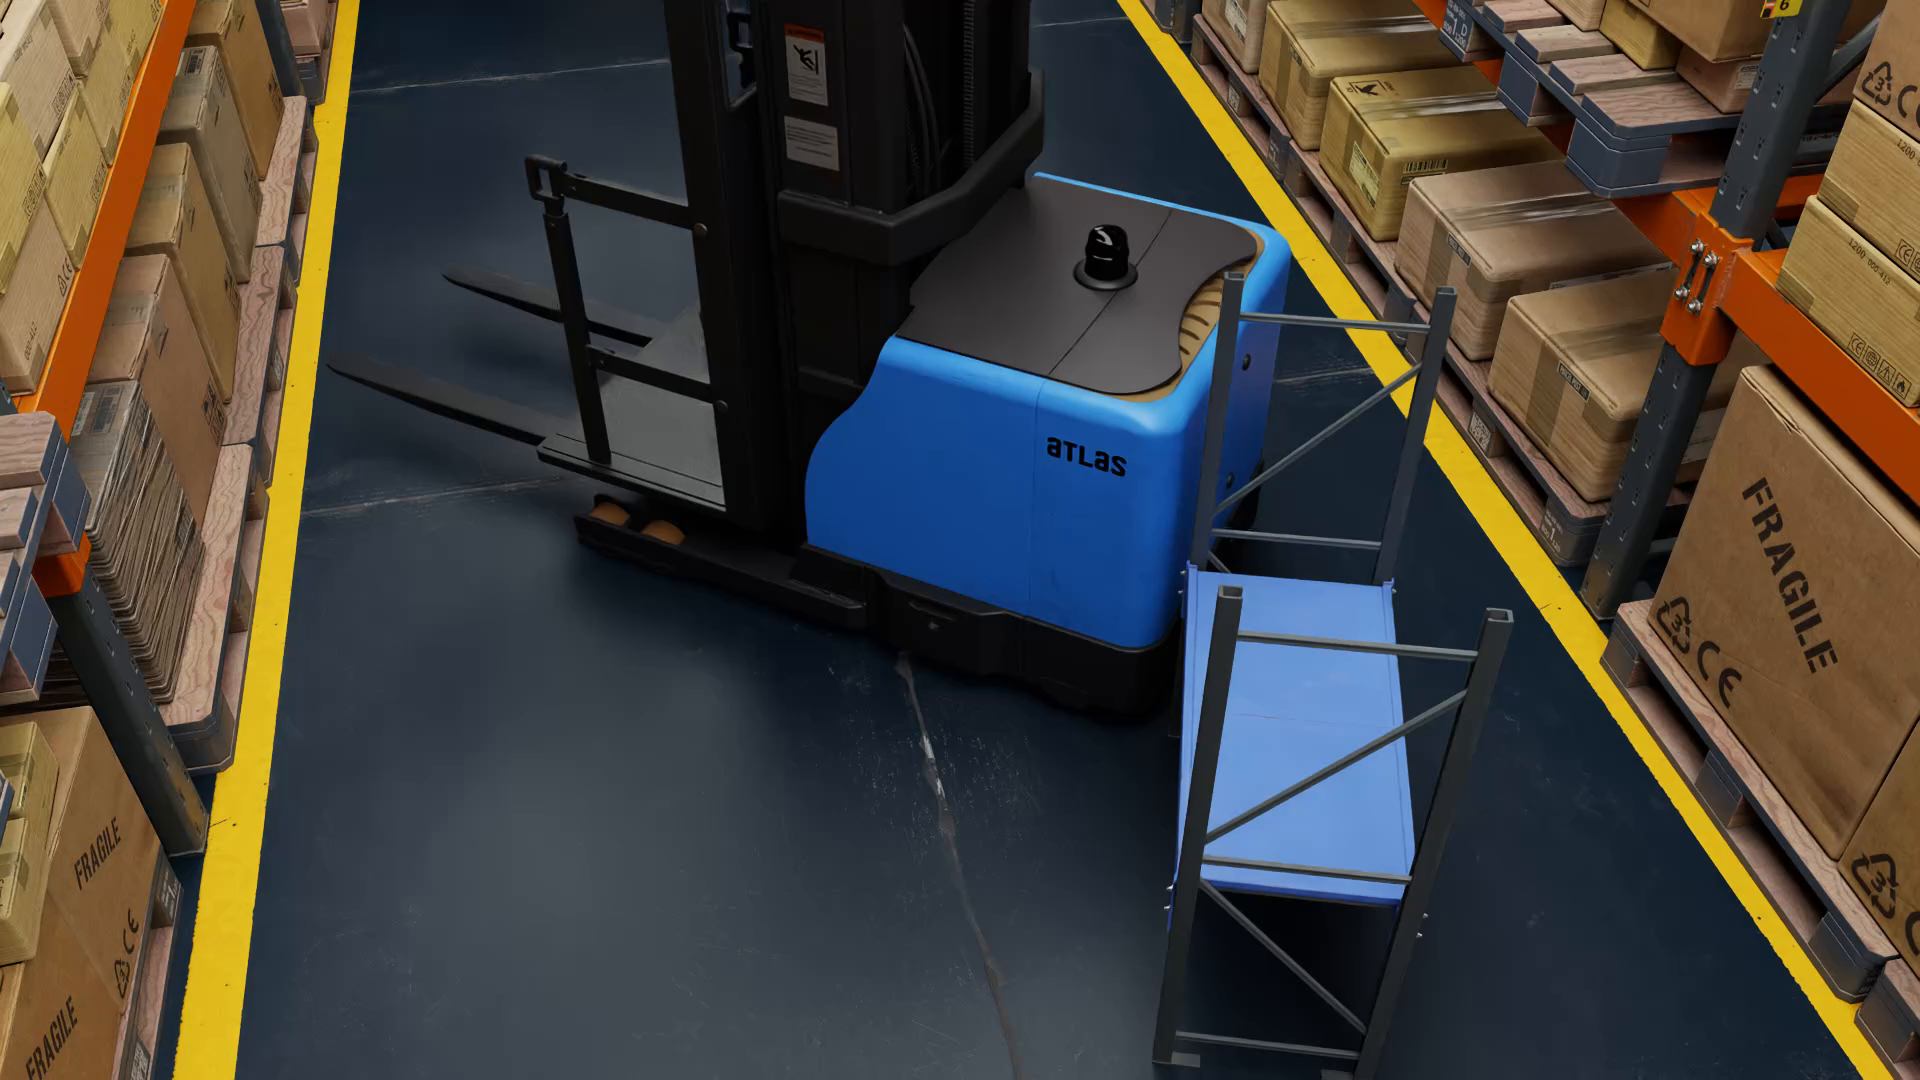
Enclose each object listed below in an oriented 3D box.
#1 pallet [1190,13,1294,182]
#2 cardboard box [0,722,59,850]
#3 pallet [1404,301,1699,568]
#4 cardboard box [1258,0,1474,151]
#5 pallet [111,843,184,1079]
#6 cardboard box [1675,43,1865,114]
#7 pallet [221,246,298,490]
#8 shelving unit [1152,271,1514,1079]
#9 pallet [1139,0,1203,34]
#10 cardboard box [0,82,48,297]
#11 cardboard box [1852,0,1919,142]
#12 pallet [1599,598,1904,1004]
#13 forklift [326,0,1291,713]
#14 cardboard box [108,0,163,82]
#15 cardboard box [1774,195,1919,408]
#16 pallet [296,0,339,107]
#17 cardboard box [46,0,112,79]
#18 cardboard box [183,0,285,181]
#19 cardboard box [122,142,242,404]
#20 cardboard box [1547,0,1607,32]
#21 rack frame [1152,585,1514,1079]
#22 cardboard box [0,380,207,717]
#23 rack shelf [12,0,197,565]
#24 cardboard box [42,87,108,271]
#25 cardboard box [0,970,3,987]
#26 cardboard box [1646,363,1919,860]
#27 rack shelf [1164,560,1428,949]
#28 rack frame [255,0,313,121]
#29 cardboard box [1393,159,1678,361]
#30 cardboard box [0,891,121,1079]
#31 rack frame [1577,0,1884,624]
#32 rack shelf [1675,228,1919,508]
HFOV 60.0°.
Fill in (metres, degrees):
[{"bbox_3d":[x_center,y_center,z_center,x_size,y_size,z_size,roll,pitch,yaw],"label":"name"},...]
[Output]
[{"bbox_3d":[1.686,-2.030,7.378,1.003,0.211,1.213,-8,42,-9],"label":"pallet"},{"bbox_3d":[-2.112,0.548,3.451,0.380,0.149,0.250,-10,43,-11],"label":"cardboard box"},{"bbox_3d":[2.213,-0.448,5.596,1.003,0.211,1.213,-8,42,-9],"label":"pallet"},{"bbox_3d":[1.791,-1.947,6.846,0.950,0.372,0.625,-6,42,-7],"label":"cardboard box"},{"bbox_3d":[-2.342,1.261,3.670,1.003,0.211,1.213,-8,42,-9],"label":"pallet"},{"bbox_3d":[2.079,-1.226,4.245,0.380,0.149,0.250,-7,42,-8],"label":"cardboard box"},{"bbox_3d":[-2.865,-0.557,5.718,1.003,0.211,1.213,-8,42,-9],"label":"pallet"},{"bbox_3d":[0.763,0.335,3.742,0.538,1.500,1.048,5,42,6],"label":"shelving unit"},{"bbox_3d":[1.337,-2.965,8.431,1.003,0.211,1.213,-8,42,-9],"label":"pallet"},{"bbox_3d":[-2.299,-0.728,3.547,0.500,0.250,0.500,-8,42,-9],"label":"cardboard box"},{"bbox_3d":[2.248,-1.041,3.335,0.500,0.500,0.500,-10,43,-11],"label":"cardboard box"},{"bbox_3d":[2.477,0.580,4.437,1.003,0.211,1.213,-8,42,-9],"label":"pallet"},{"bbox_3d":[-0.624,-1.289,4.494,3.031,2.935,1.130,18,45,19],"label":"forklift"},{"bbox_3d":[-2.655,-1.534,4.831,0.500,0.250,0.500,-7,42,-8],"label":"cardboard box"},{"bbox_3d":[2.240,-0.575,3.751,0.500,0.250,0.500,-9,42,-10],"label":"cardboard box"},{"bbox_3d":[-3.460,-2.342,7.730,1.003,0.211,1.213,-8,42,-9],"label":"pallet"},{"bbox_3d":[-2.525,-1.391,4.294,0.500,0.250,0.500,-9,42,-10],"label":"cardboard box"},{"bbox_3d":[-3.206,-1.796,6.486,0.875,0.625,0.625,-7,42,-7],"label":"cardboard box"},{"bbox_3d":[-2.881,-0.805,5.370,0.875,0.625,0.625,-10,43,-11],"label":"cardboard box"},{"bbox_3d":[1.853,-1.547,4.606,0.380,0.149,0.250,-9,42,-10],"label":"cardboard box"},{"bbox_3d":[0.698,0.670,3.365,0.500,1.500,0.032,5,42,6],"label":"rack frame"},{"bbox_3d":[-2.587,0.054,4.402,0.875,0.625,0.625,-7,42,-8],"label":"cardboard box"},{"bbox_3d":[-2.898,-1.298,4.995,1.077,0.370,4.000,-8,42,-9],"label":"rack shelf"},{"bbox_3d":[-2.427,-0.864,4.077,0.500,0.250,0.500,-9,42,-10],"label":"cardboard box"},{"bbox_3d":[-2.009,0.898,3.057,0.380,0.149,0.250,-10,43,-11],"label":"cardboard box"},{"bbox_3d":[2.448,0.113,4.148,0.875,0.875,0.875,-9,42,-10],"label":"cardboard box"},{"bbox_3d":[0.763,0.470,3.862,0.538,0.185,1.000,5,42,6],"label":"rack shelf"},{"bbox_3d":[-3.329,-2.864,6.217,1.000,3.000,0.127,-8,42,-9],"label":"rack frame"},{"bbox_3d":[2.101,-1.004,5.784,0.950,0.372,0.625,-9,42,-10],"label":"cardboard box"},{"bbox_3d":[-2.067,1.076,3.345,0.500,0.500,0.500,-9,42,-10],"label":"cardboard box"},{"bbox_3d":[2.380,-0.985,4.100,1.000,3.000,0.127,-8,42,-9],"label":"rack frame"},{"bbox_3d":[2.812,0.581,2.878,1.077,0.370,4.000,-8,42,-9],"label":"rack shelf"}]
